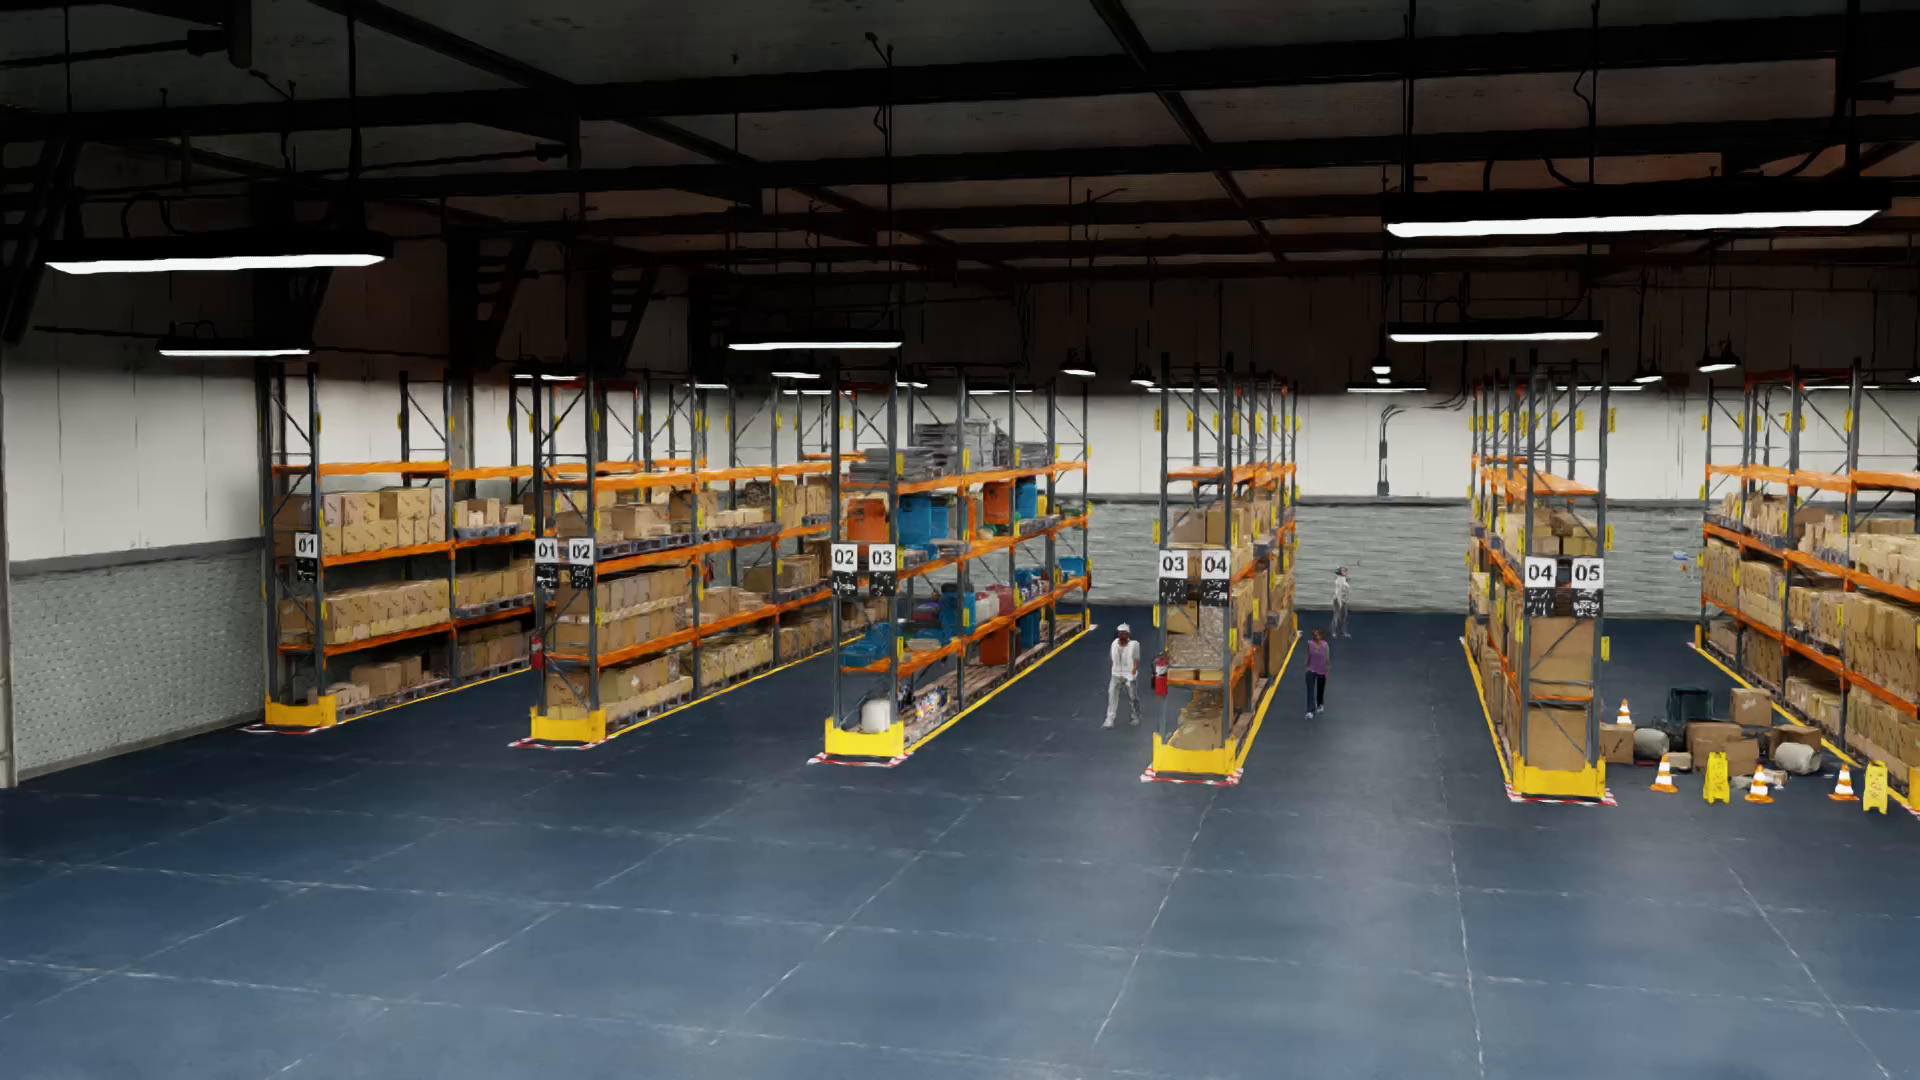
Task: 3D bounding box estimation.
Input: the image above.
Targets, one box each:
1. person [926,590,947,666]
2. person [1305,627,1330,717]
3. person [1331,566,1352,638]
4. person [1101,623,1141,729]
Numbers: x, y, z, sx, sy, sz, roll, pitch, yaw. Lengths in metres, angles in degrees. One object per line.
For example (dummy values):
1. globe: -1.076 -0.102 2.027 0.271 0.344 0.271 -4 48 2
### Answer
1. person: -0.476 1.804 34.190 0.593 1.603 0.515 1 4 13
2. person: 6.108 2.233 28.388 0.415 1.517 1.042 1 4 12
3. person: 8.885 1.428 38.786 0.396 1.678 0.560 3 5 34
4. person: 2.683 2.215 27.203 0.554 1.722 1.037 2 4 24
